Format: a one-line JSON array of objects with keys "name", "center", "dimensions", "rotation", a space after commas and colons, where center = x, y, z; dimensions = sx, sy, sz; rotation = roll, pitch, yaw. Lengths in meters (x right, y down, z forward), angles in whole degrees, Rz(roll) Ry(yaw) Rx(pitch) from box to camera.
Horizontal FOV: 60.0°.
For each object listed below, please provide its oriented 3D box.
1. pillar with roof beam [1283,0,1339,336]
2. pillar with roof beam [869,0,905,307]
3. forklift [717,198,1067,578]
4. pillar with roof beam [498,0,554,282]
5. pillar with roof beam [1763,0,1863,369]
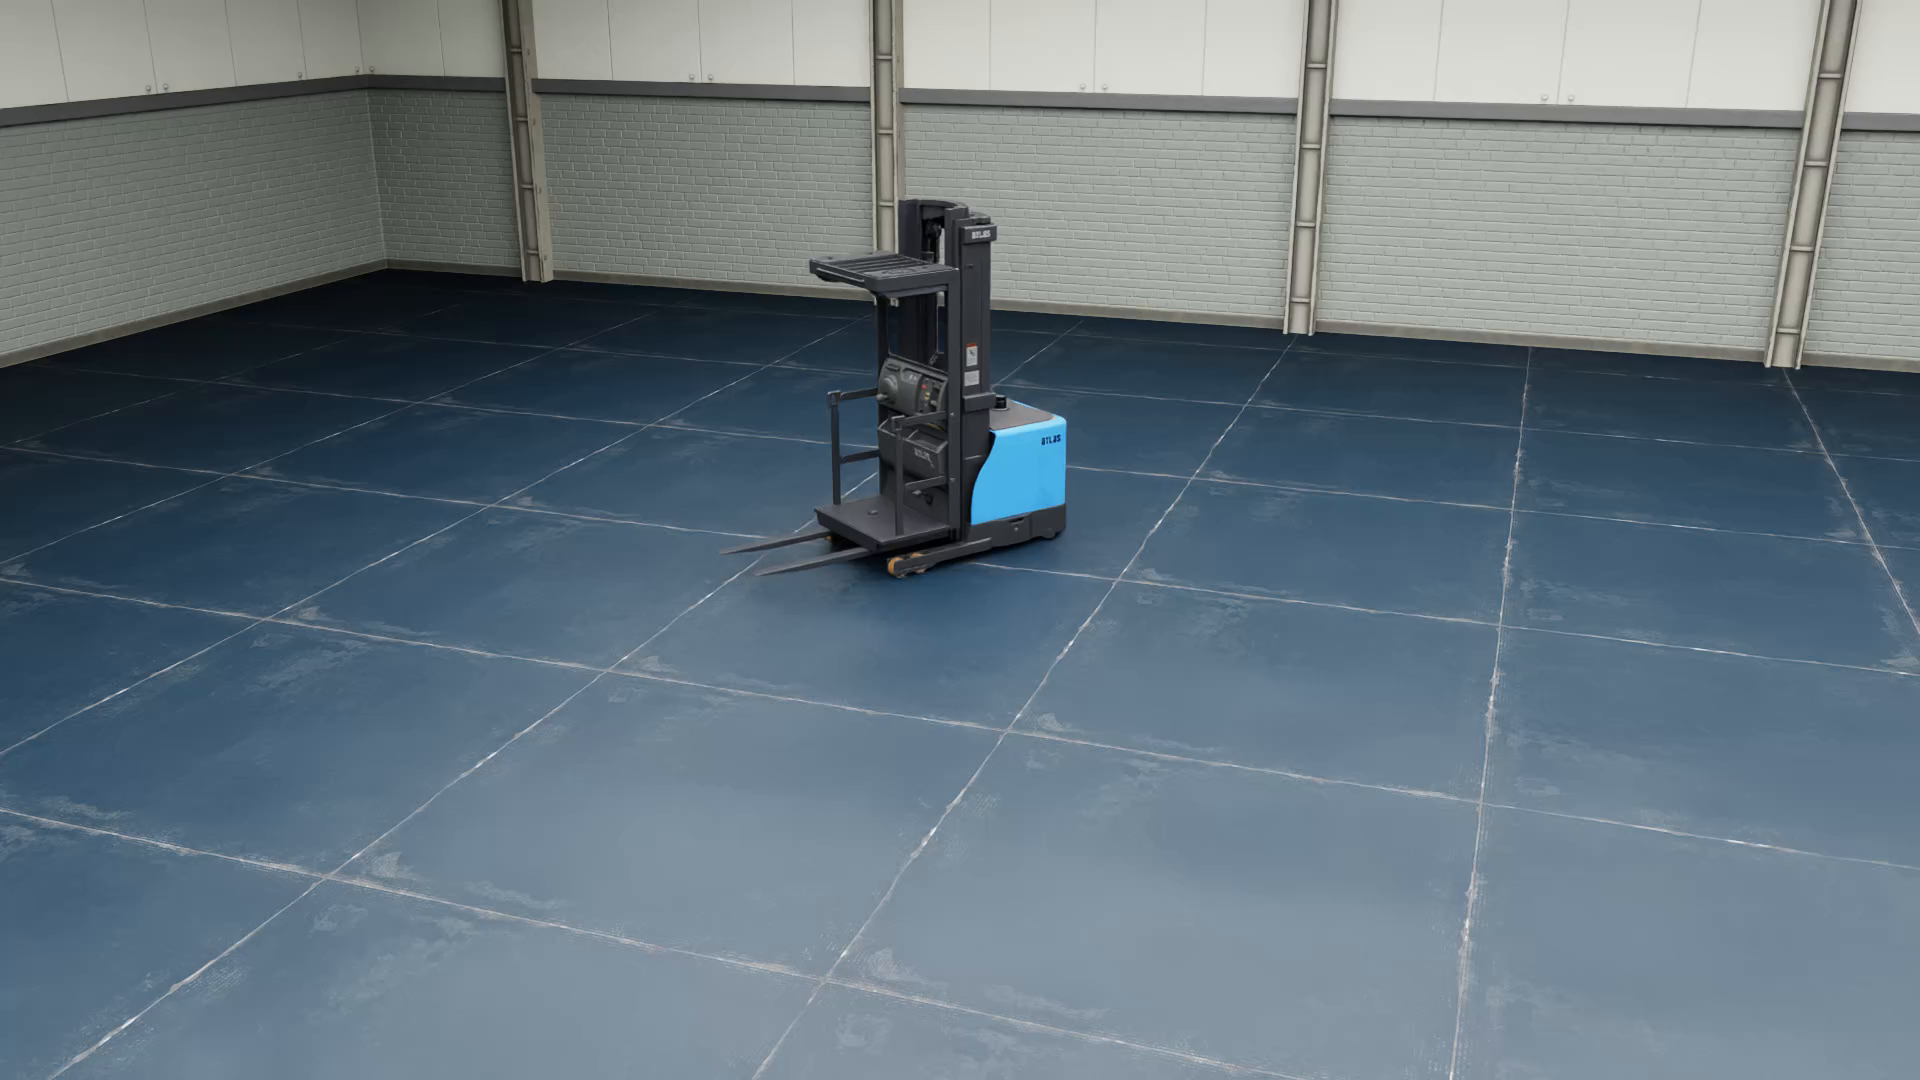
[{"name": "pillar with roof beam", "center": [3.222, -5.748, 17.395], "dimensions": [0.400, 9.000, 9.100], "rotation": [7, 20, 18]}, {"name": "pillar with roof beam", "center": [-2.446, -6.396, 19.255], "dimensions": [0.400, 9.000, 9.100], "rotation": [7, 20, 18]}, {"name": "forklift", "center": [-0.563, -1.270, 13.766], "dimensions": [3.031, 2.935, 1.130], "rotation": [-13, 23, -33]}, {"name": "pillar with roof beam", "center": [-8.113, -7.044, 21.114], "dimensions": [0.400, 9.000, 9.100], "rotation": [7, 20, 18]}, {"name": "pillar with roof beam", "center": [8.890, -5.100, 15.536], "dimensions": [0.400, 9.000, 9.100], "rotation": [7, 20, 18]}]
